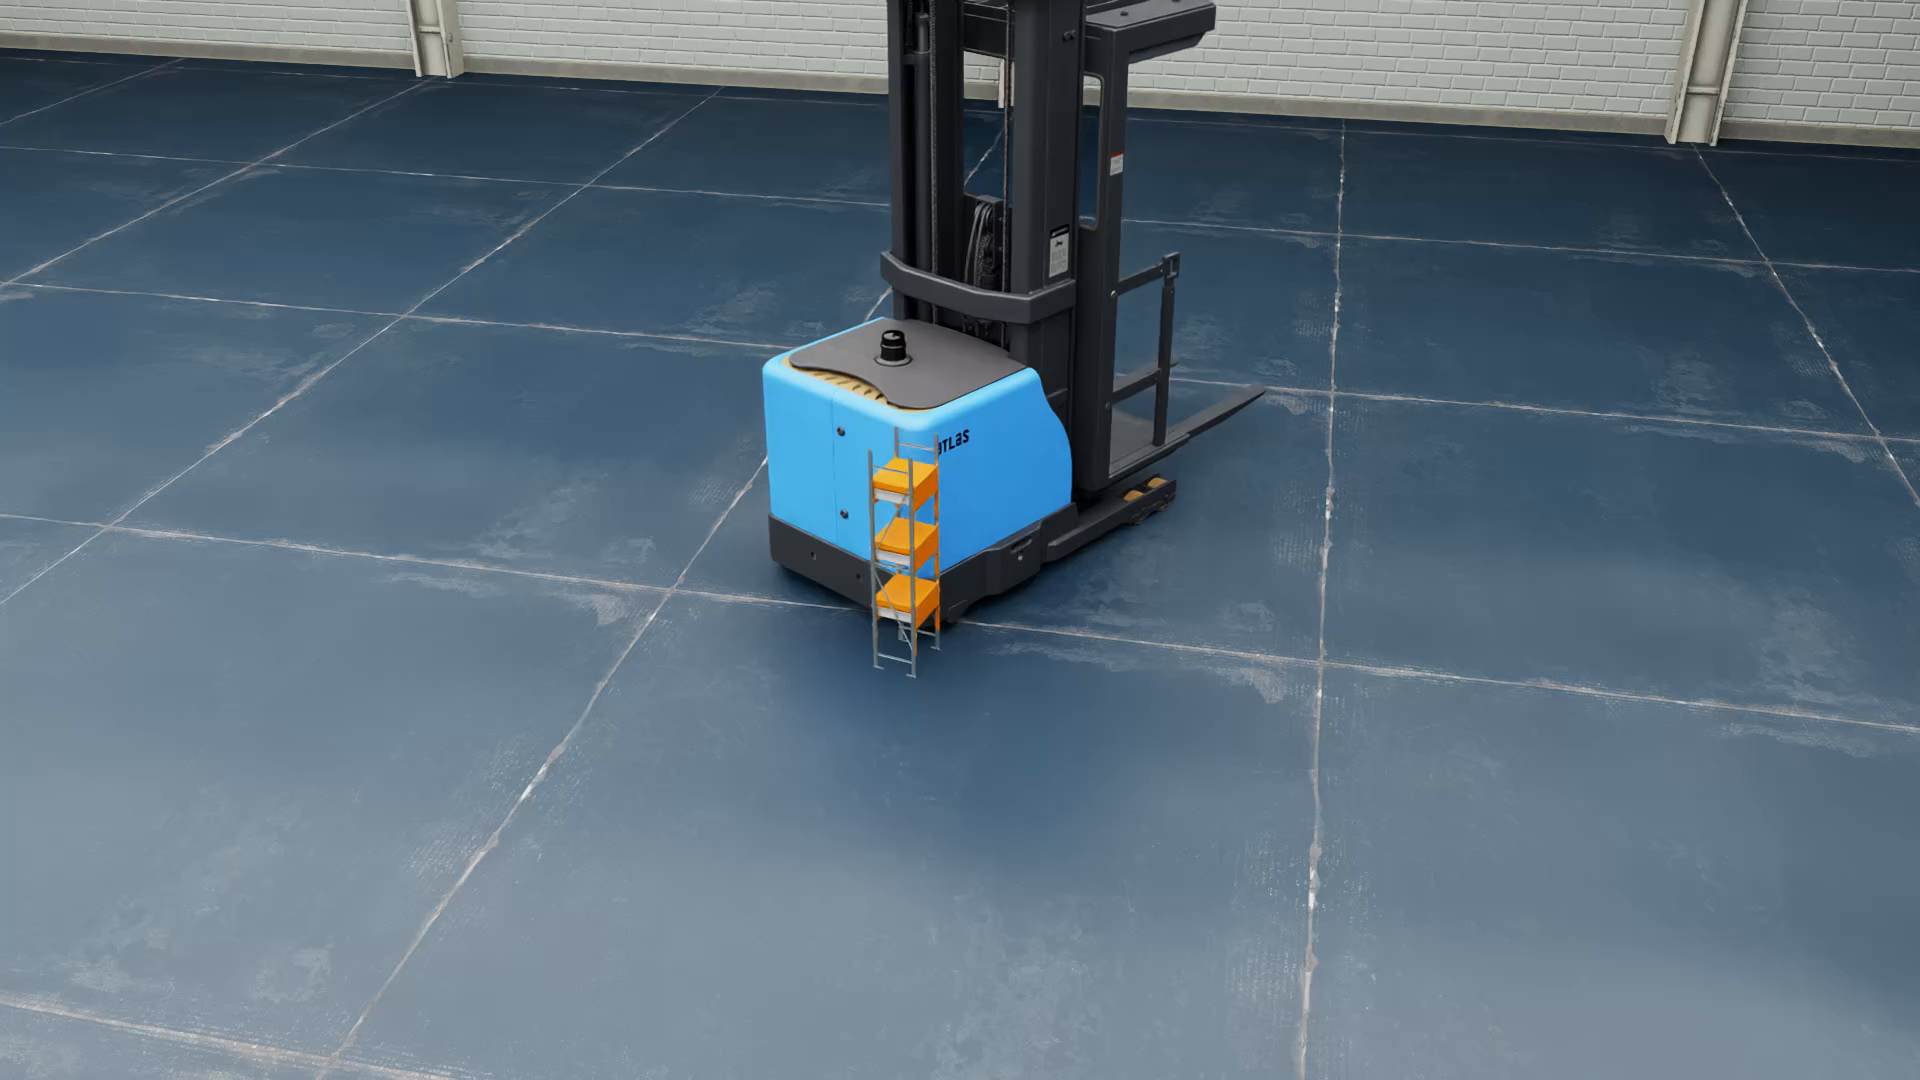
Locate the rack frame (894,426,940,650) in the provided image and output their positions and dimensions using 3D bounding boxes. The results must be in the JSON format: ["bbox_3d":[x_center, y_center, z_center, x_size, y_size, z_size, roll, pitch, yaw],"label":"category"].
[{"bbox_3d":[-0.182,0.006,7.145,0.200,1.050,0.008,12,31,21],"label":"rack frame"}]

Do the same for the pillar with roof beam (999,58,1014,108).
[{"bbox_3d":[-0.308,-6.067,9.961,0.400,9.000,9.100,6,29,11],"label":"pillar with roof beam"}]

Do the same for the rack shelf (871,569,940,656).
[{"bbox_3d":[-0.232,0.313,7.186,0.215,0.259,0.240,12,31,21],"label":"rack shelf"}]

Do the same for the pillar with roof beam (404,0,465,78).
[{"bbox_3d":[-6.176,-6.669,11.060,0.400,9.000,9.100,6,29,11],"label":"pillar with roof beam"}]

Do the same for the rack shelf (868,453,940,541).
[{"bbox_3d":[-0.232,-0.180,6.916,0.215,0.259,0.240,12,31,21],"label":"rack shelf"}]

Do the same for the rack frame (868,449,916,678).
[{"bbox_3d":[-0.282,0.113,6.950,0.200,1.050,0.008,12,31,21],"label":"rack frame"}]

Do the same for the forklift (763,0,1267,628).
[{"bbox_3d":[0.459,-1.516,7.967,1.130,2.935,3.031,24,37,36],"label":"forklift"}]

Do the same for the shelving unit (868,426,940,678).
[{"bbox_3d":[-0.232,0.060,7.048,0.215,1.050,0.252,12,31,21],"label":"shelving unit"}]

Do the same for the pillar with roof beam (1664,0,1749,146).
[{"bbox_3d":[5.559,-5.465,8.862,0.400,9.000,9.100,6,29,11],"label":"pillar with roof beam"}]

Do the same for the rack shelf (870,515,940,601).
[{"bbox_3d":[-0.232,0.069,7.053,0.215,0.259,0.240,12,31,21],"label":"rack shelf"}]
